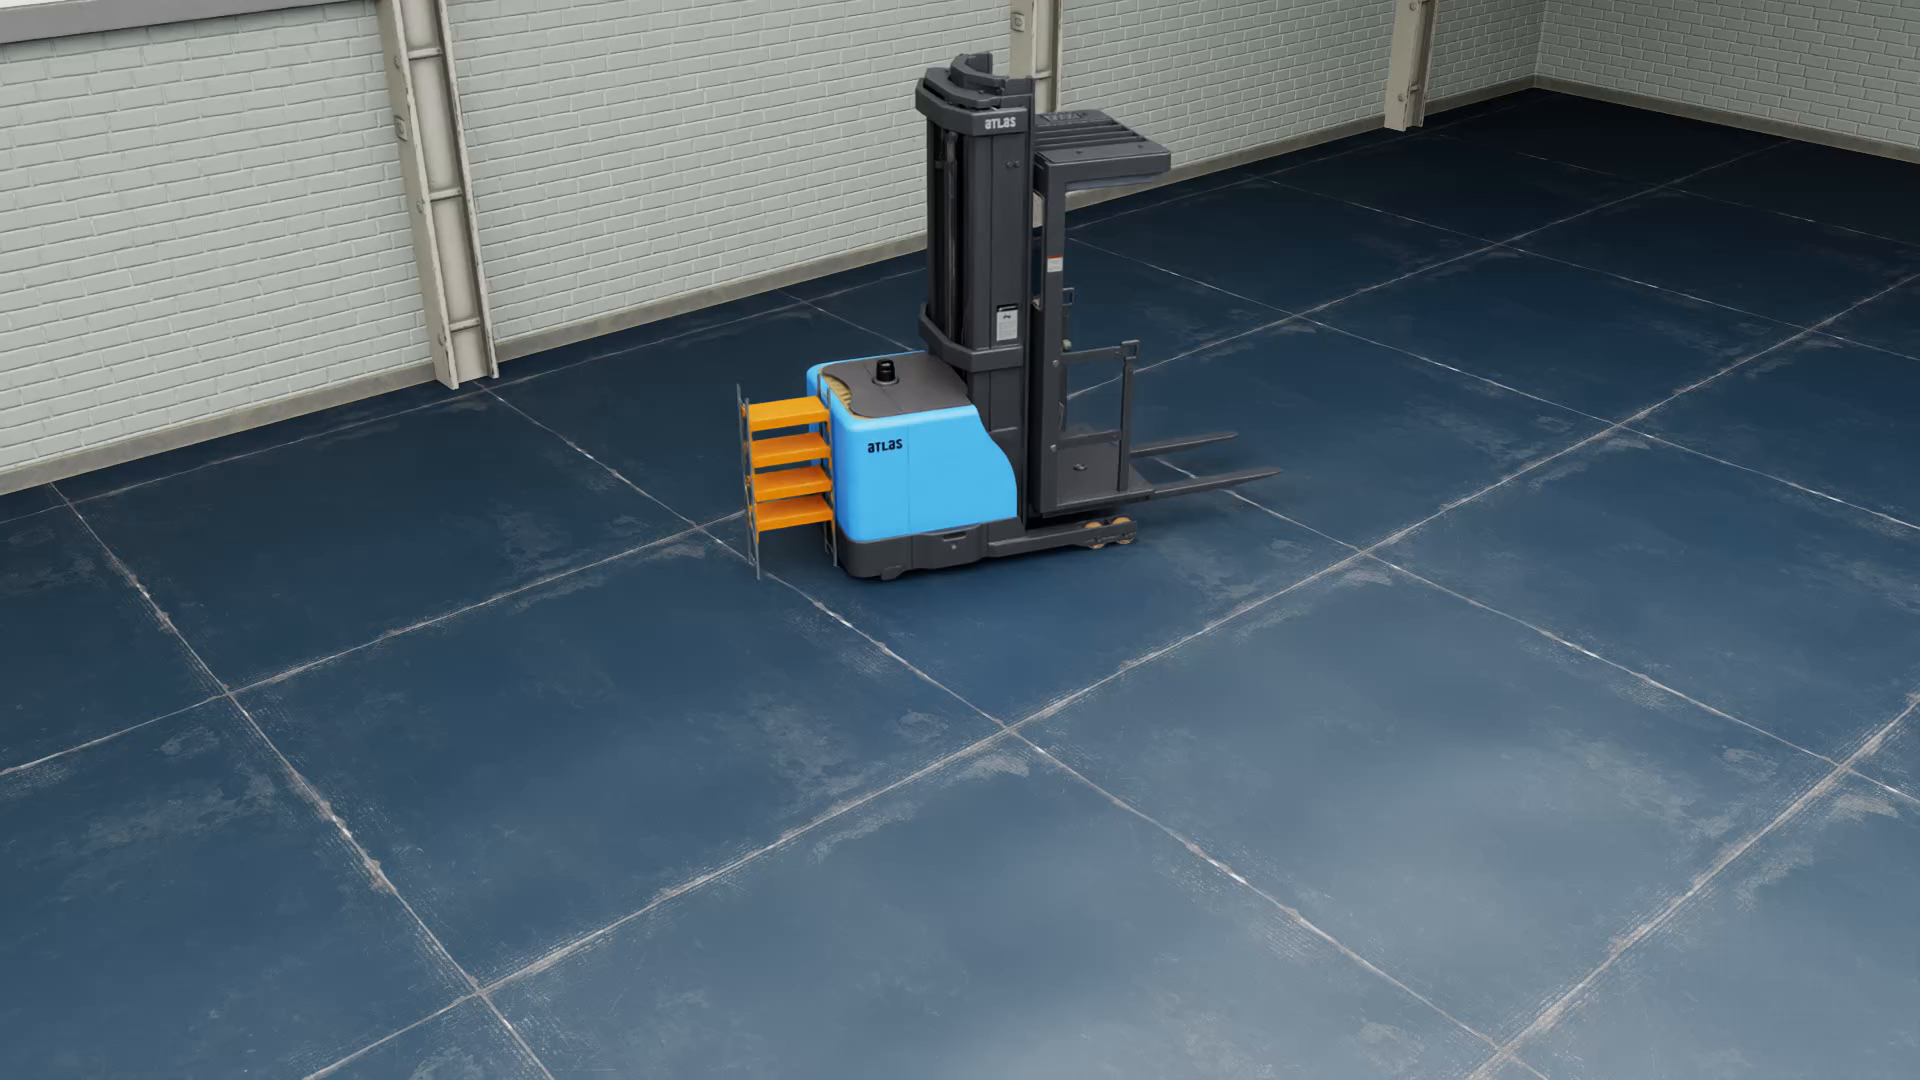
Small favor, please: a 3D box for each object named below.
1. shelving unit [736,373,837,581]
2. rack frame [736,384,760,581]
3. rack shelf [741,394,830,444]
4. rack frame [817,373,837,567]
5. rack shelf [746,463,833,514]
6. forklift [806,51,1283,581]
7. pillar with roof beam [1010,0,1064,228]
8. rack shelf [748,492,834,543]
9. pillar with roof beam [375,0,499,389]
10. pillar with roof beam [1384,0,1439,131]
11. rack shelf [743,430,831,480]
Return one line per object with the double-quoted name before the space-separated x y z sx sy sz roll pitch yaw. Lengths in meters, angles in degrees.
"shelving unit" -1.038 -0.374 10.035 0.503 1.200 0.258 -10 30 -17
"rack frame" -1.267 -0.335 9.963 0.015 1.200 0.240 -10 30 -17
"rack shelf" -1.038 -0.721 9.850 0.480 0.148 0.258 -10 30 -17
"rack frame" -0.808 -0.413 10.108 0.015 1.200 0.240 -10 30 -17
"rack shelf" -1.038 -0.315 10.067 0.480 0.148 0.258 -10 30 -17
"forklift" 0.601 -1.460 10.231 3.031 2.935 1.130 -10 30 -17
"pillar with roof beam" 3.511 -5.531 11.411 0.400 9.000 9.100 -22 35 -35
"rack shelf" -1.038 -0.140 10.160 0.480 0.148 0.258 -10 30 -17
"pillar with roof beam" -1.054 -3.696 7.977 0.400 9.000 9.100 -22 35 -35
"pillar with roof beam" 8.075 -7.367 14.846 0.400 9.000 9.100 -22 35 -35
"rack shelf" -1.038 -0.512 9.961 0.480 0.148 0.258 -10 30 -17
